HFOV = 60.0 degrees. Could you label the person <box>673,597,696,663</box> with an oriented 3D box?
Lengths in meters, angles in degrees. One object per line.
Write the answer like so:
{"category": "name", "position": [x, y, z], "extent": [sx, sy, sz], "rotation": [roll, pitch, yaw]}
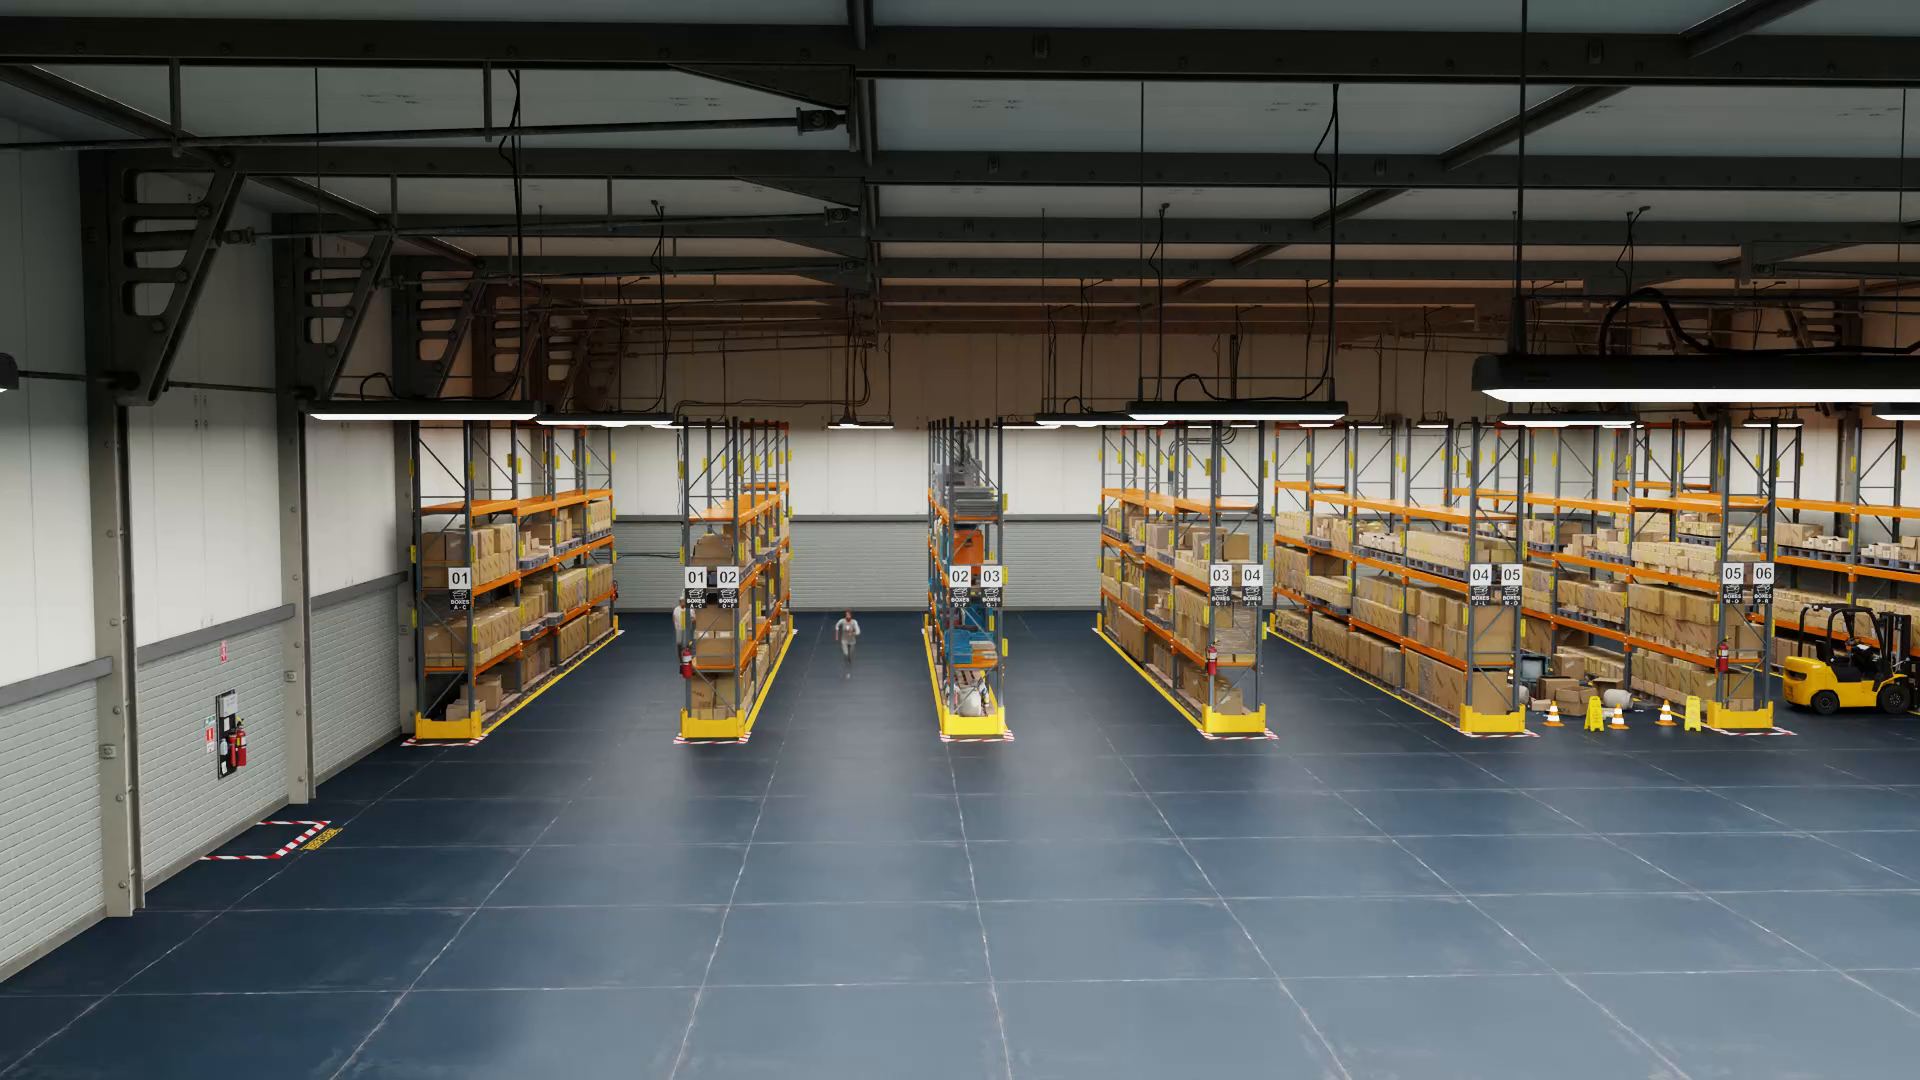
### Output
{"category": "person", "position": [-6.821, 2.227, 41.065], "extent": [0.581, 1.658, 0.630], "rotation": [0, 4, -2]}

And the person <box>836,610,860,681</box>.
{"category": "person", "position": [-2.594, 2.418, 38.530], "extent": [0.557, 1.626, 0.802], "rotation": [0, 4, -5]}

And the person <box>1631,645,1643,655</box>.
{"category": "person", "position": [16.515, 2.206, 40.346], "extent": [0.670, 1.776, 0.991], "rotation": [0, 4, -1]}
